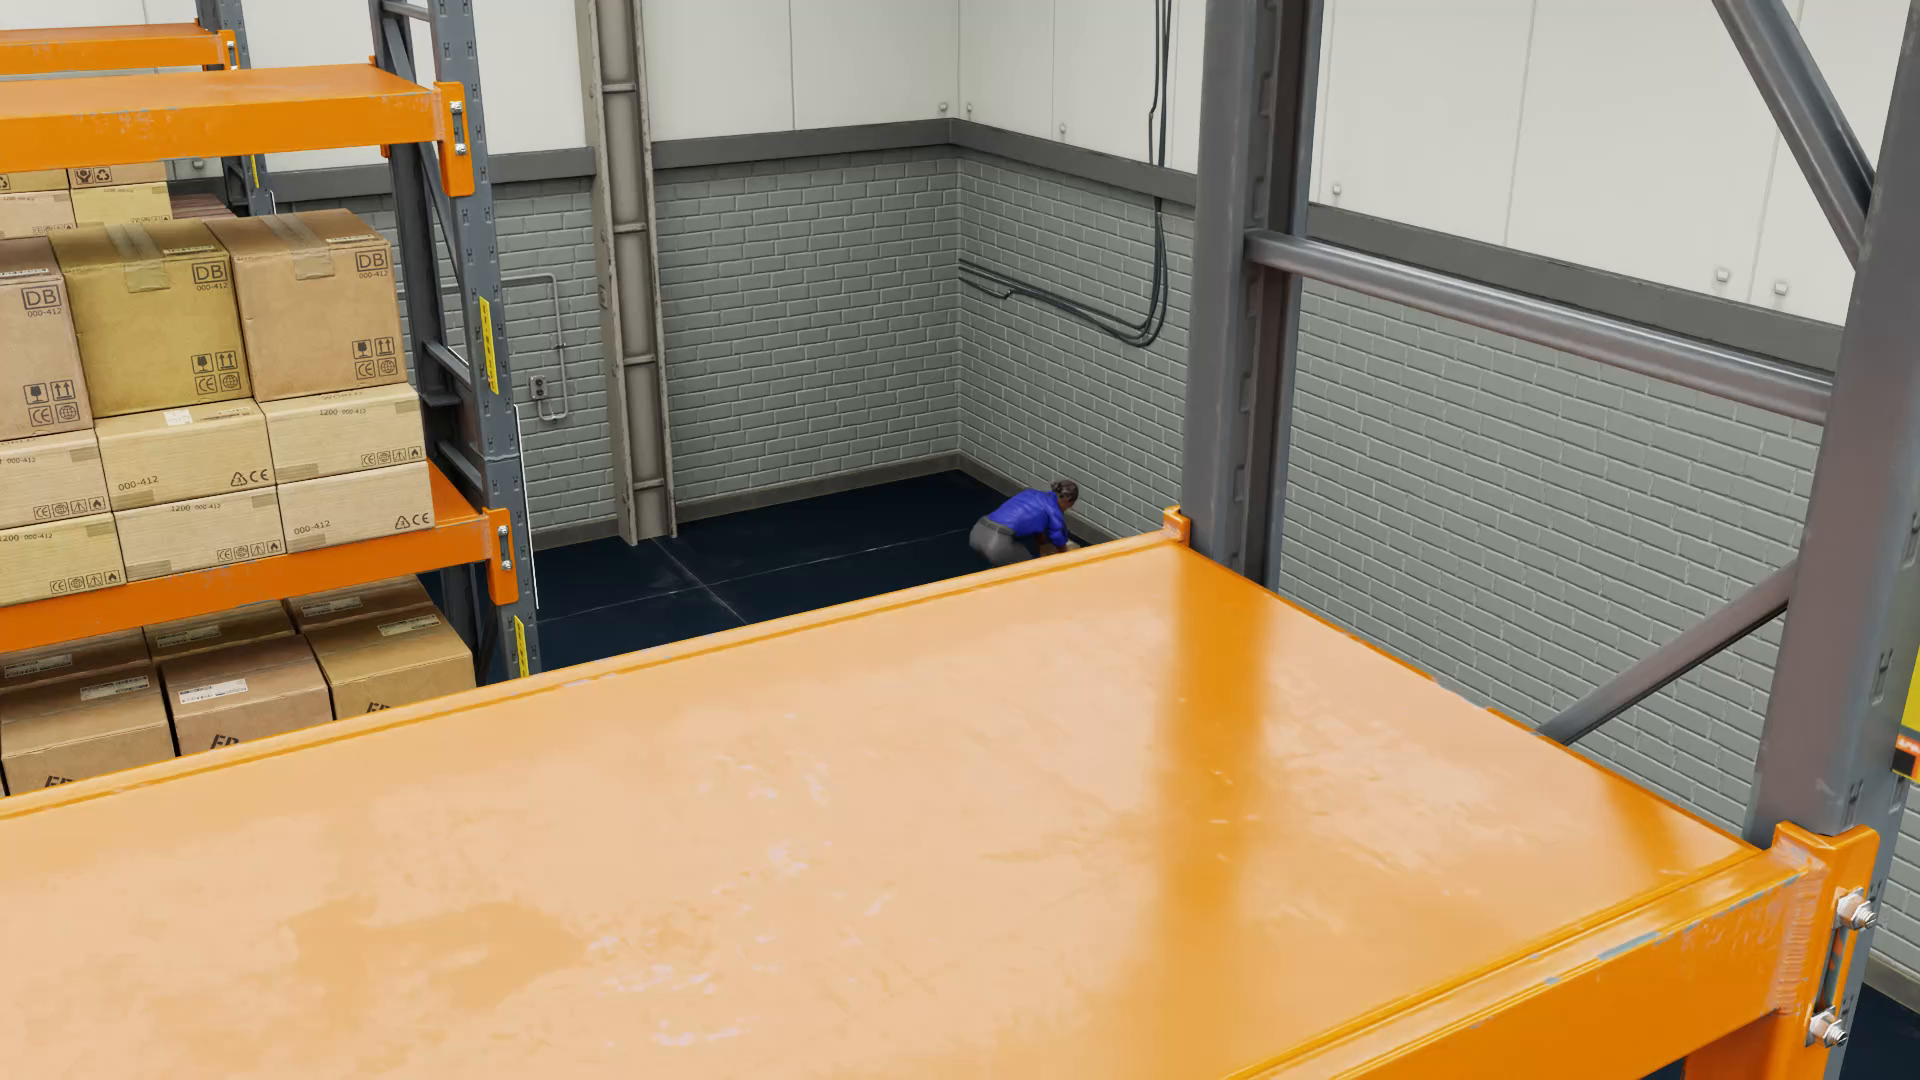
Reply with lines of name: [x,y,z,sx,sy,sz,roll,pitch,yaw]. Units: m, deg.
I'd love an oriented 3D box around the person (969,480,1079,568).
person: [0.467,0.146,11.579,0.859,1.030,0.460,-14,26,-31]
